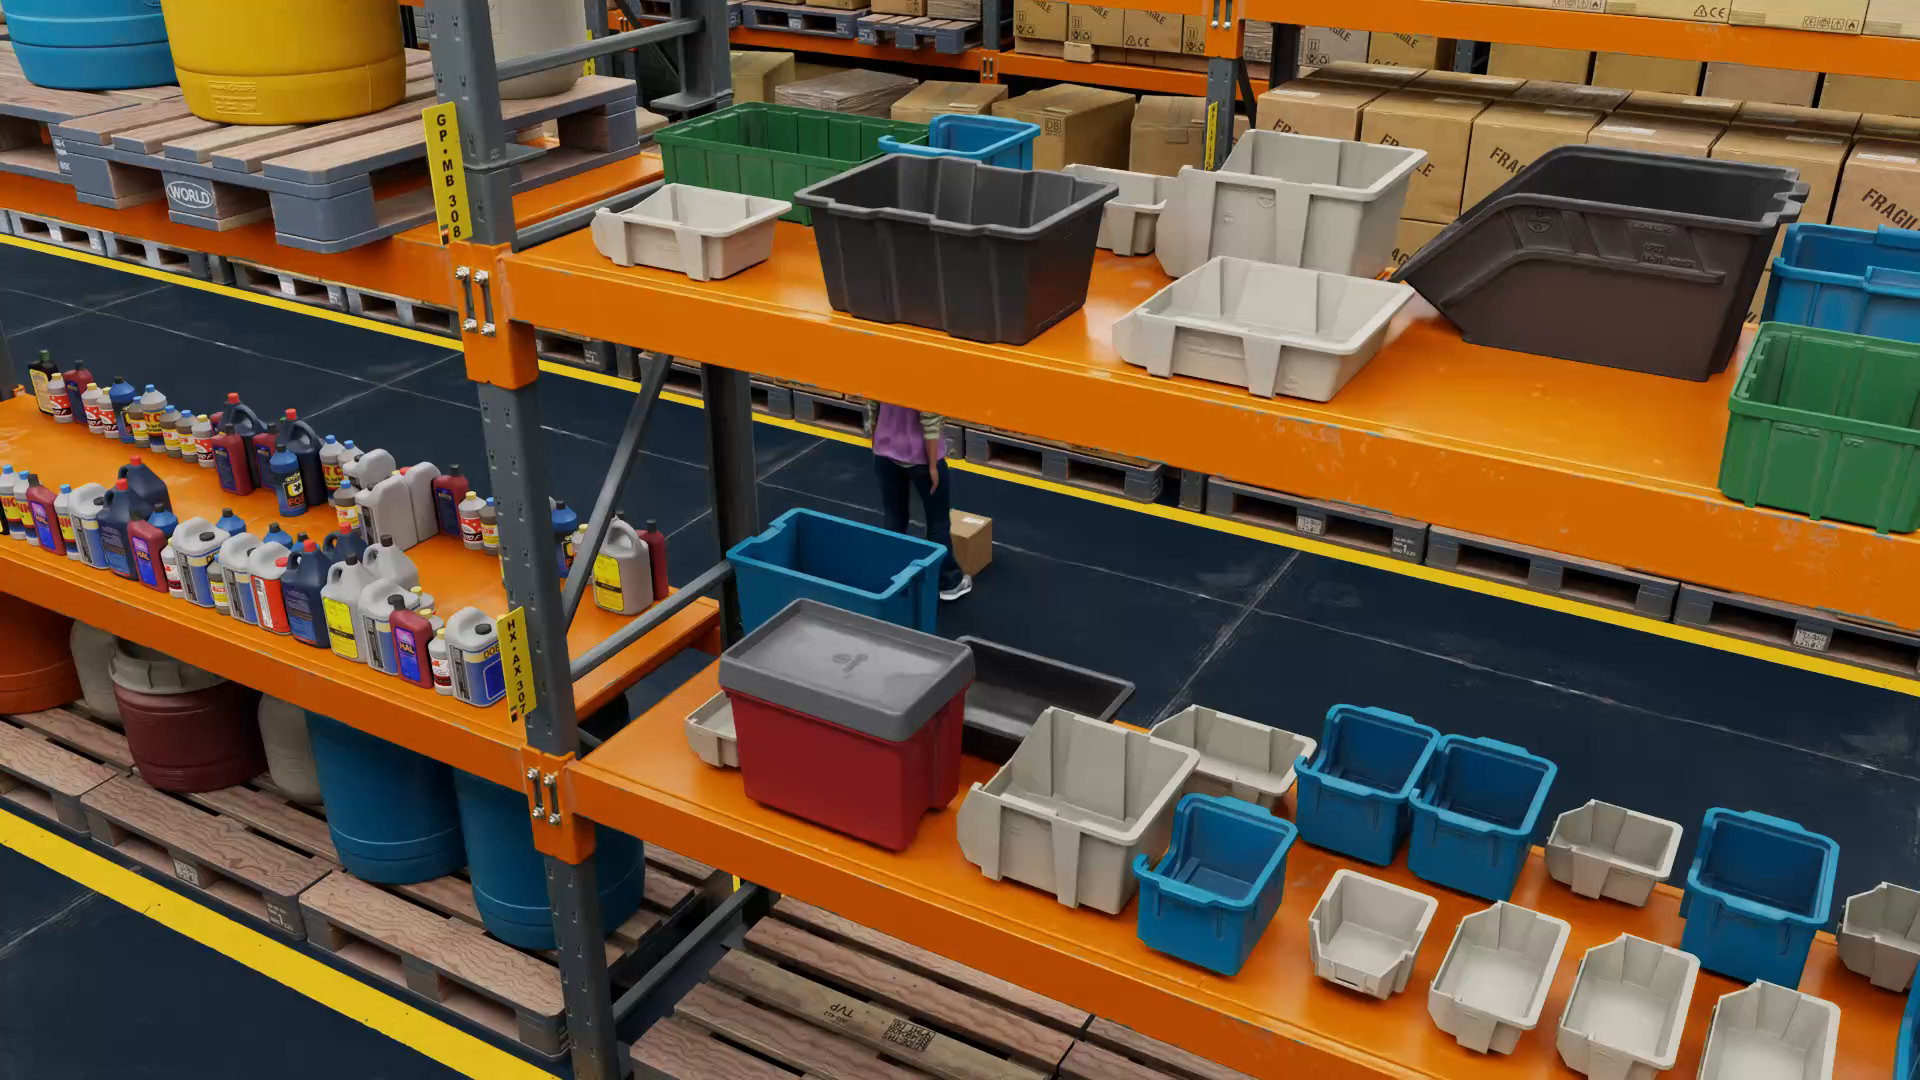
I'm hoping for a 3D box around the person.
[{"bbox_3d":[-0.210,-0.437,7.969,0.442,1.599,0.485,15,30,26],"label":"person"}]
